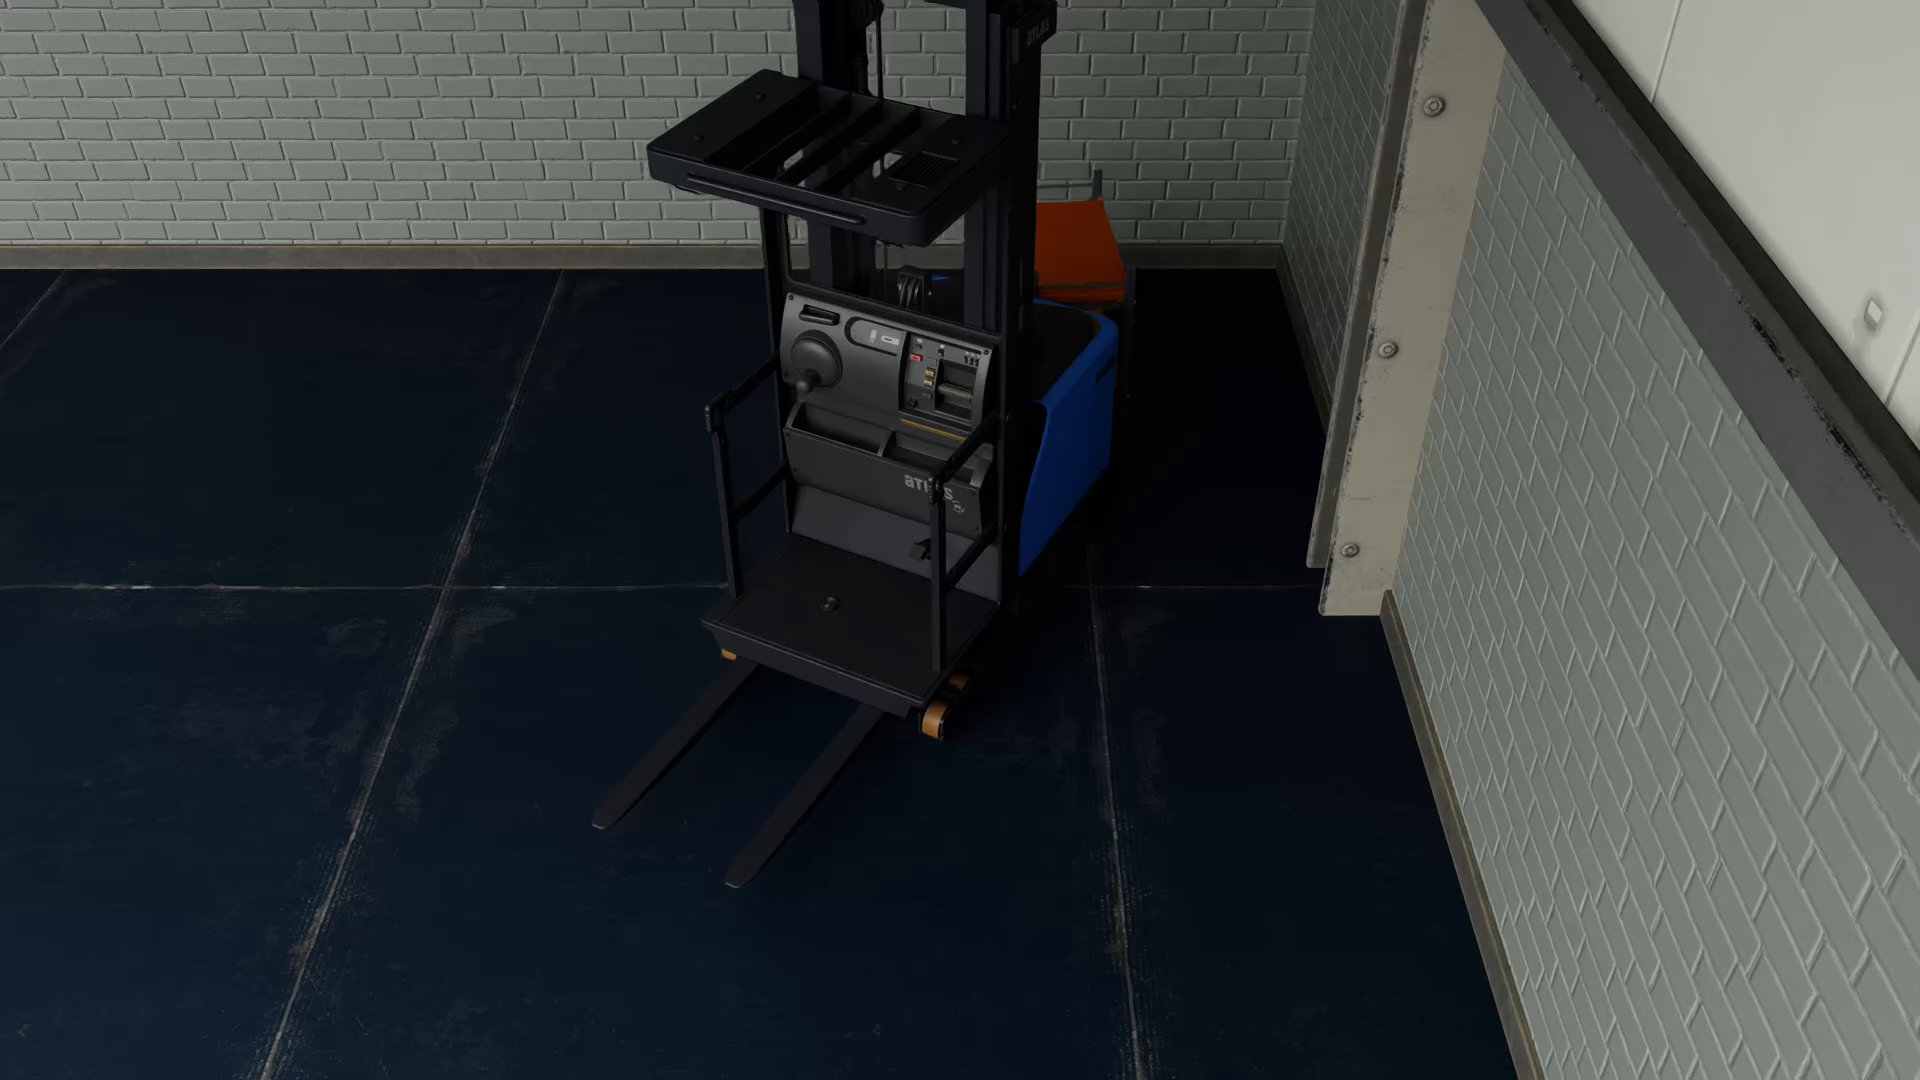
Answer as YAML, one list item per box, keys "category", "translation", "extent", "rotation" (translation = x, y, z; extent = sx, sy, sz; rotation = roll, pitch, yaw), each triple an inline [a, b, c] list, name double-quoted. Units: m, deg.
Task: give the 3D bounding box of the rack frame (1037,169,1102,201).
- category: "rack frame"
  translation: [0.483, -1.451, 8.906]
  extent: [0.500, 1.125, 0.032]
  rotation: [-3, 39, -4]

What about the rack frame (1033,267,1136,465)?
- category: "rack frame"
  translation: [0.573, -0.817, 8.116]
  extent: [0.500, 1.125, 0.032]
  rotation: [-3, 39, -4]

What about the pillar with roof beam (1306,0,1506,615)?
- category: "pillar with roof beam"
  translation: [-2.513, -3.291, 4.906]
  extent: [9.100, 9.000, 0.400]
  rotation: [0, 39, 0]

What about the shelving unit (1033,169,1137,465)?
- category: "shelving unit"
  translation: [0.528, -1.134, 8.511]
  extent: [0.538, 1.125, 1.048]
  rotation: [-3, 39, -4]

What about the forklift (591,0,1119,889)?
- category: "forklift"
  translation: [-0.398, -0.635, 6.444]
  extent: [1.130, 2.935, 3.031]
  rotation: [18, 42, 21]

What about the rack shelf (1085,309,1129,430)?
- category: "rack shelf"
  translation: [0.528, -0.943, 8.664]
  extent: [0.538, 0.278, 1.000]
  rotation: [-3, 39, -4]

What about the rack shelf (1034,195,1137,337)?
- category: "rack shelf"
  translation: [0.528, -1.362, 8.328]
  extent: [0.538, 0.278, 1.000]
  rotation: [-3, 39, -4]
